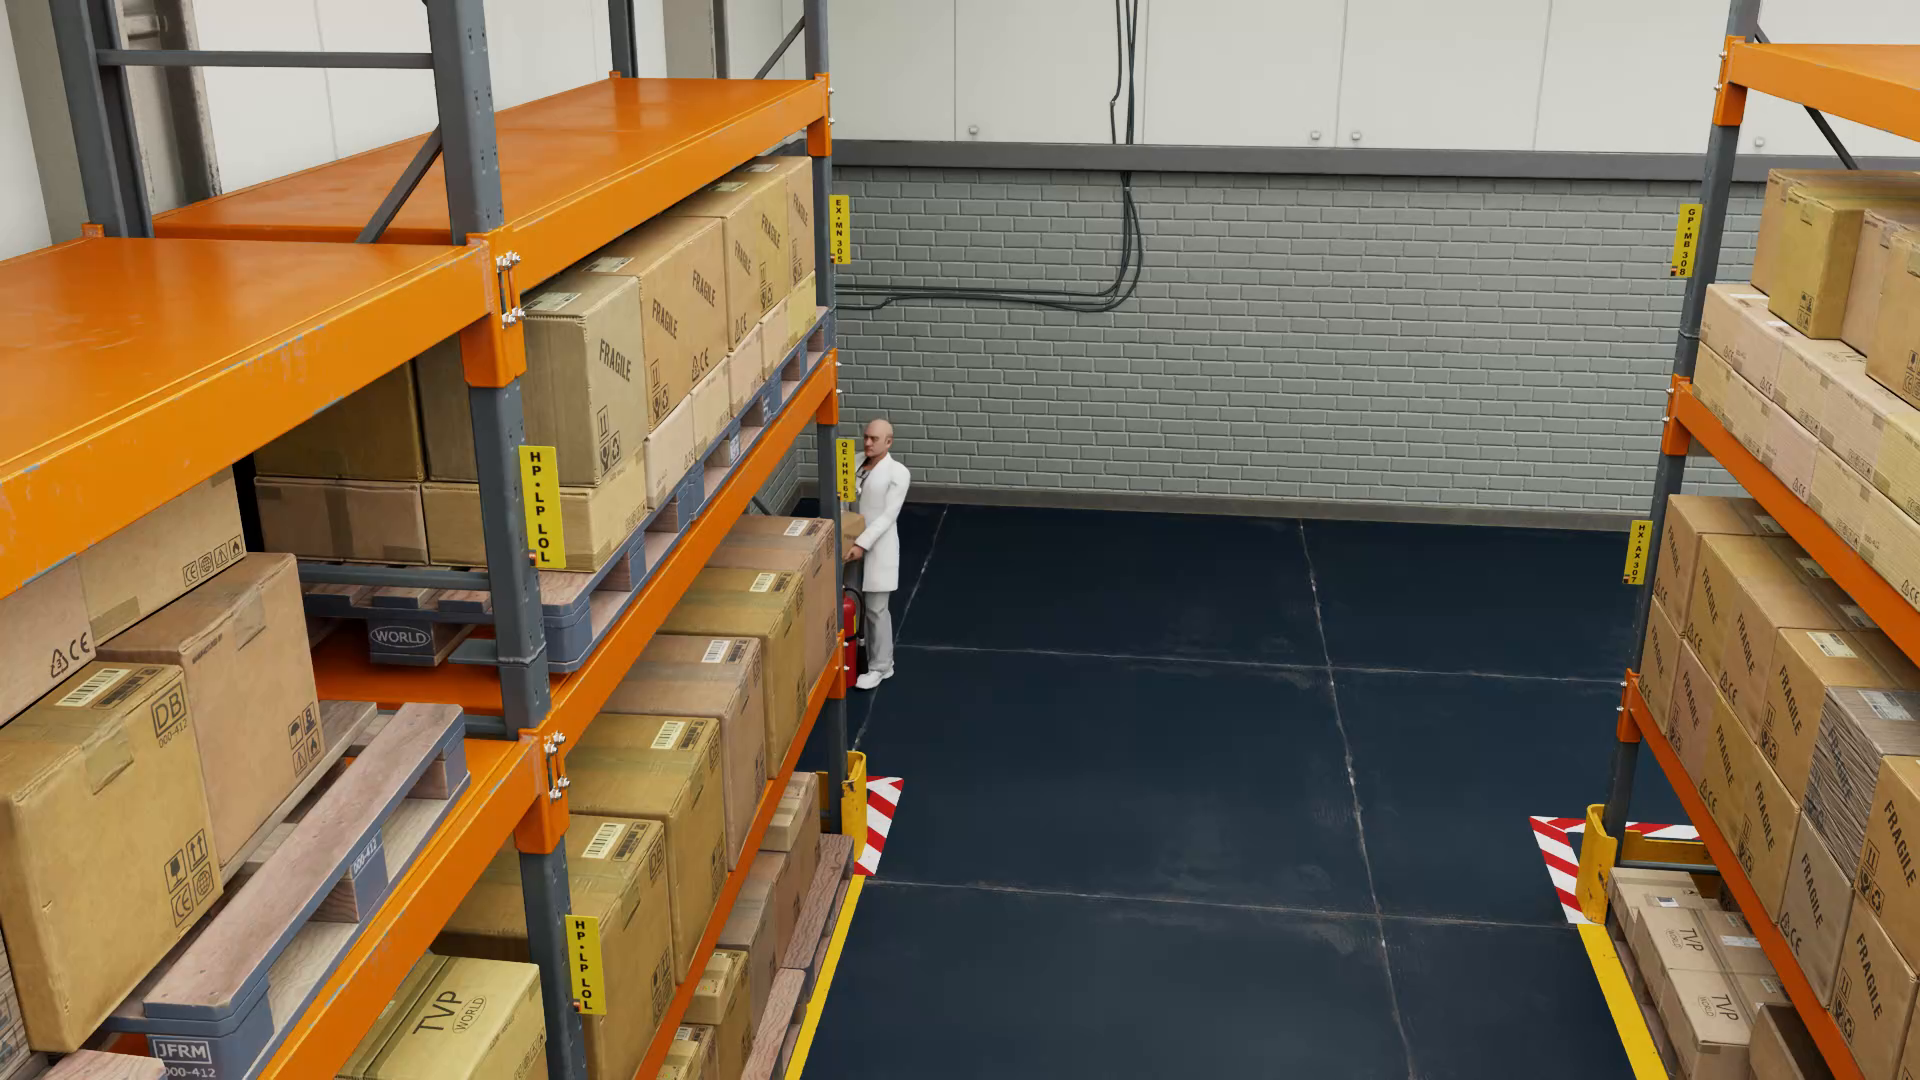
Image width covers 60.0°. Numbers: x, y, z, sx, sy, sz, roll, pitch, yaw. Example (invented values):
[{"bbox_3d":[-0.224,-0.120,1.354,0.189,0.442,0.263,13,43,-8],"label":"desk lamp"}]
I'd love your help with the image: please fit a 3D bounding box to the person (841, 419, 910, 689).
[{"bbox_3d":[-0.647,0.099,10.850,0.530,1.769,0.555,17,27,37],"label":"person"}]
